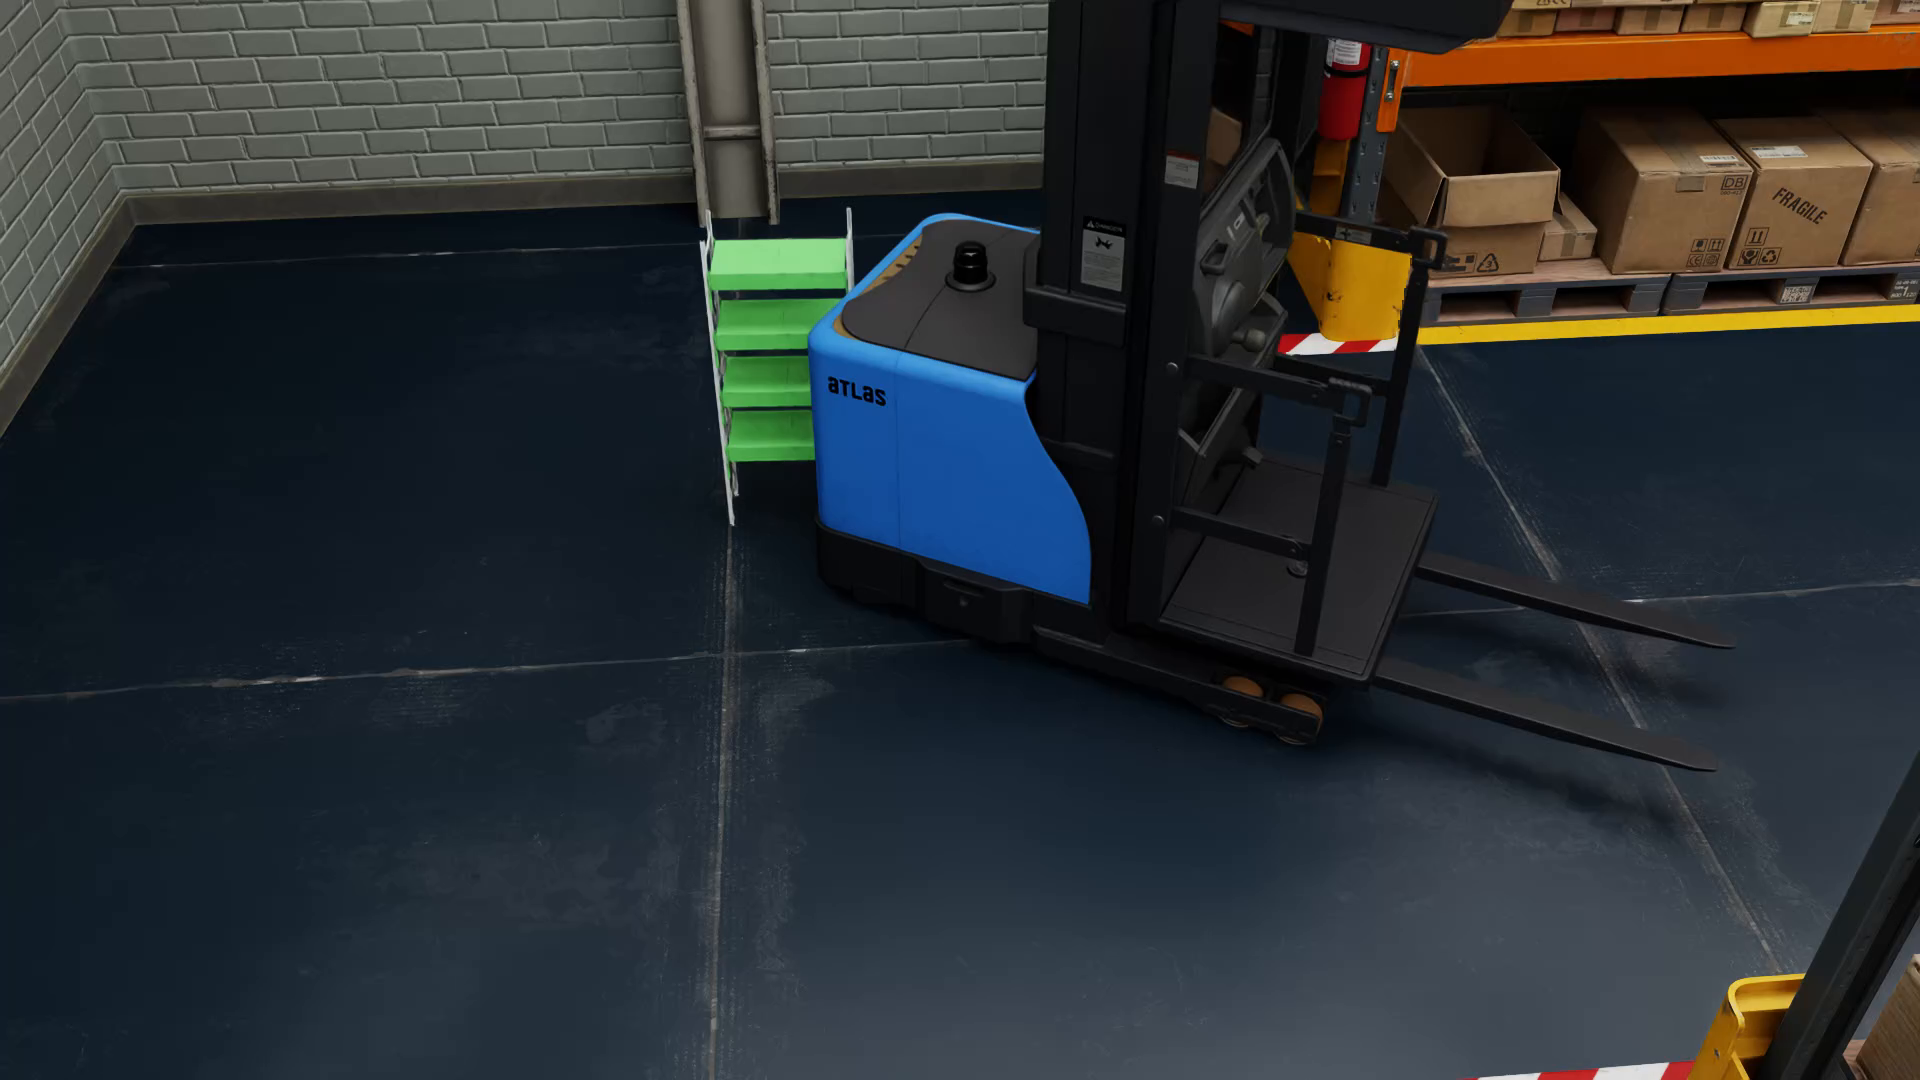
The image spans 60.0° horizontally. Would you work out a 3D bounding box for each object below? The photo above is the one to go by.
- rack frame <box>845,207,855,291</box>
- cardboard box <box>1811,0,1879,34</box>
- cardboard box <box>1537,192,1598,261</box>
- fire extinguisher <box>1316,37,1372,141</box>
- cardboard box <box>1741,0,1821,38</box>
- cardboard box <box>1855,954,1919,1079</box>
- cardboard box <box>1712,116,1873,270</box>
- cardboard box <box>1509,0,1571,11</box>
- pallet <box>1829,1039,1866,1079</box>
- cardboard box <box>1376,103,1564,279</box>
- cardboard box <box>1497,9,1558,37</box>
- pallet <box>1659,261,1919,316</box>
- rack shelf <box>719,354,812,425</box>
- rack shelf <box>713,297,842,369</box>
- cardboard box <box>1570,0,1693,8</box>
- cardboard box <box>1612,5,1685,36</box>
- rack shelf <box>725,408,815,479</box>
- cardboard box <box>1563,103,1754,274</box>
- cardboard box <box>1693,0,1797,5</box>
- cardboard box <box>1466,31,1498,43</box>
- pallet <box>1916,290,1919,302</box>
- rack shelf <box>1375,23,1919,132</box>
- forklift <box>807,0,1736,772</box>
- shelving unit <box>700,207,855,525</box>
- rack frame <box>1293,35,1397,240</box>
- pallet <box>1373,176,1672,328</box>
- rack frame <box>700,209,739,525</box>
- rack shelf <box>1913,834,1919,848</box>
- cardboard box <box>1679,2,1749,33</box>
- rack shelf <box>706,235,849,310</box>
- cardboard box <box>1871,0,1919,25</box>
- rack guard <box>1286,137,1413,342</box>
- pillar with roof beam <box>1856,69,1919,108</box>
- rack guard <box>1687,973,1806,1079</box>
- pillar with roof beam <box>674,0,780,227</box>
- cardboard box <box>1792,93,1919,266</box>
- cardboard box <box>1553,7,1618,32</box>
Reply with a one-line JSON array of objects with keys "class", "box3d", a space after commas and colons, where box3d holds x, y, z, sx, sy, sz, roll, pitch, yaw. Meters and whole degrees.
[{"class": "rack frame", "box3d": [-0.382, -0.610, 6.055, 0.015, 1.200, 0.240, -1, 38, -1]}, {"class": "cardboard box", "box3d": [3.562, -2.235, 6.863, 0.250, 0.149, 0.380, -2, 38, -3]}, {"class": "cardboard box", "box3d": [2.706, -1.437, 7.613, 0.250, 0.149, 0.380, -5, 39, -6]}, {"class": "fire extinguisher", "box3d": [1.557, -1.947, 6.660, 0.183, 0.674, 0.296, -3, 38, -4]}, {"class": "cardboard box", "box3d": [3.302, -2.208, 6.829, 0.250, 0.149, 0.380, -4, 38, -5]}, {"class": "cardboard box", "box3d": [2.754, 1.388, 3.799, 0.875, 0.438, 0.875, -4, 38, -6]}, {"class": "cardboard box", "box3d": [3.670, -1.566, 7.492, 0.500, 0.500, 0.500, -2, 38, -3]}, {"class": "cardboard box", "box3d": [2.138, -2.334, 6.667, 0.500, 0.250, 0.500, -3, 38, -4]}, {"class": "pallet", "box3d": [2.895, 1.648, 3.992, 1.213, 0.211, 1.003, -3, 38, -4]}, {"class": "cardboard box", "box3d": [2.280, -1.577, 7.504, 0.637, 0.503, 0.797, -5, 39, -6]}, {"class": "cardboard box", "box3d": [2.263, -2.210, 6.832, 0.250, 0.149, 0.380, -2, 38, -3]}, {"class": "pallet", "box3d": [3.744, -1.436, 7.900, 1.213, 0.211, 1.003, -3, 38, -4]}, {"class": "rack shelf", "box3d": [-0.626, -0.556, 6.089, 0.480, 0.148, 0.258, -1, 38, -1]}, {"class": "rack shelf", "box3d": [-0.626, -0.744, 5.940, 0.480, 0.148, 0.258, -1, 38, -1]}, {"class": "cardboard box", "box3d": [2.640, -2.362, 6.703, 0.500, 0.250, 0.500, -3, 38, -3]}, {"class": "cardboard box", "box3d": [2.779, -2.222, 6.847, 0.250, 0.149, 0.380, -2, 38, -3]}, {"class": "rack shelf", "box3d": [-0.626, -0.367, 6.237, 0.480, 0.148, 0.258, -1, 38, -1]}, {"class": "cardboard box", "box3d": [3.135, -1.599, 7.534, 0.500, 0.500, 0.700, -2, 38, -2]}, {"class": "cardboard box", "box3d": [3.145, -2.392, 6.740, 0.500, 0.250, 0.500, -4, 38, -5]}, {"class": "cardboard box", "box3d": [2.014, -2.168, 6.778, 0.250, 0.149, 0.380, -3, 38, -4]}, {"class": "pallet", "box3d": [4.962, -1.505, 7.987, 1.213, 0.211, 1.003, -3, 38, -4]}, {"class": "rack shelf", "box3d": [3.654, -2.245, 7.254, 4.000, 0.370, 1.077, -3, 38, -4]}, {"class": "forklift", "box3d": [1.047, -0.862, 4.976, 3.031, 2.935, 1.130, 16, 41, 19]}, {"class": "shelving unit", "box3d": [-0.626, -0.606, 6.049, 0.503, 1.200, 0.258, -1, 38, -1]}, {"class": "rack frame", "box3d": [1.662, -2.417, 6.892, 0.127, 3.000, 1.000, -3, 38, -4]}, {"class": "pallet", "box3d": [2.532, -1.371, 7.817, 1.213, 0.211, 1.003, -3, 38, -4]}, {"class": "rack frame", "box3d": [-0.870, -0.601, 6.043, 0.015, 1.200, 0.240, -1, 38, -1]}, {"class": "rack shelf", "box3d": [4.098, 0.818, 3.373, 4.000, 0.370, 1.077, -3, 38, -4]}, {"class": "cardboard box", "box3d": [3.043, -2.240, 6.870, 0.250, 0.149, 0.380, -3, 38, -3]}, {"class": "rack shelf", "box3d": [-0.626, -0.932, 5.791, 0.480, 0.148, 0.258, -1, 38, -1]}, {"class": "cardboard box", "box3d": [3.813, -2.291, 6.935, 0.250, 0.149, 0.380, -3, 38, -4]}, {"class": "rack guard", "box3d": [1.738, -1.440, 7.672, 0.348, 0.500, 1.175, -3, 38, -4]}, {"class": "pillar with roof beam", "box3d": [5.254, -2.854, 2.602, 0.400, 9.000, 9.100, -3, 38, -4]}, {"class": "rack guard", "box3d": [2.082, 1.628, 3.784, 0.348, 0.500, 1.175, -3, 38, -4]}, {"class": "pillar with roof beam", "box3d": [-0.722, -2.525, 2.185, 0.400, 9.000, 9.100, -3, 38, -4]}, {"class": "cardboard box", "box3d": [4.169, -1.656, 7.606, 0.500, 0.500, 0.700, -5, 38, -6]}, {"class": "cardboard box", "box3d": [2.522, -2.246, 6.878, 0.250, 0.149, 0.380, -4, 38, -5]}]
